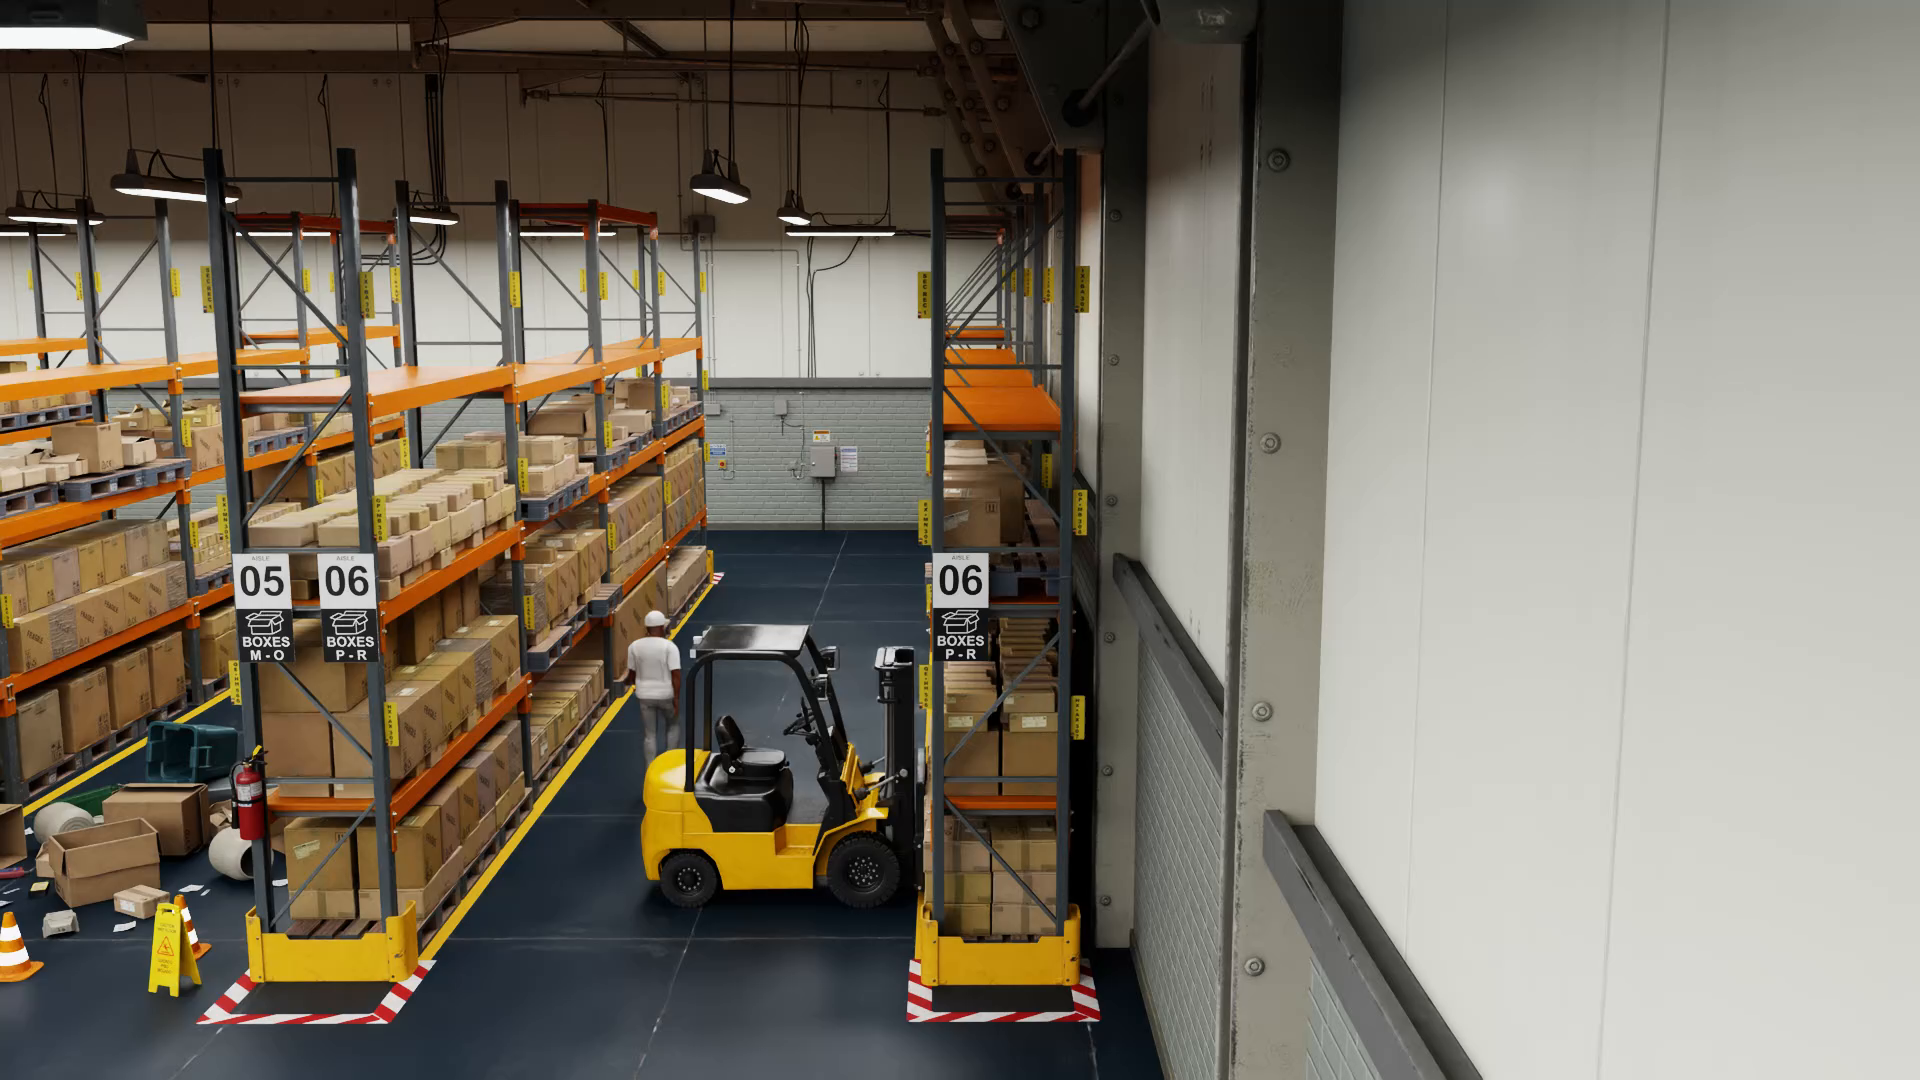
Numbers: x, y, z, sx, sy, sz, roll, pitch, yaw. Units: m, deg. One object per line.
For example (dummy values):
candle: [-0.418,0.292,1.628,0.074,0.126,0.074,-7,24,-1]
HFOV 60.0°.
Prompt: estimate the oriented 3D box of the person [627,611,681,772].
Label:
person: [-3.094,1.605,16.918,0.559,1.796,0.693,-1,9,-3]
